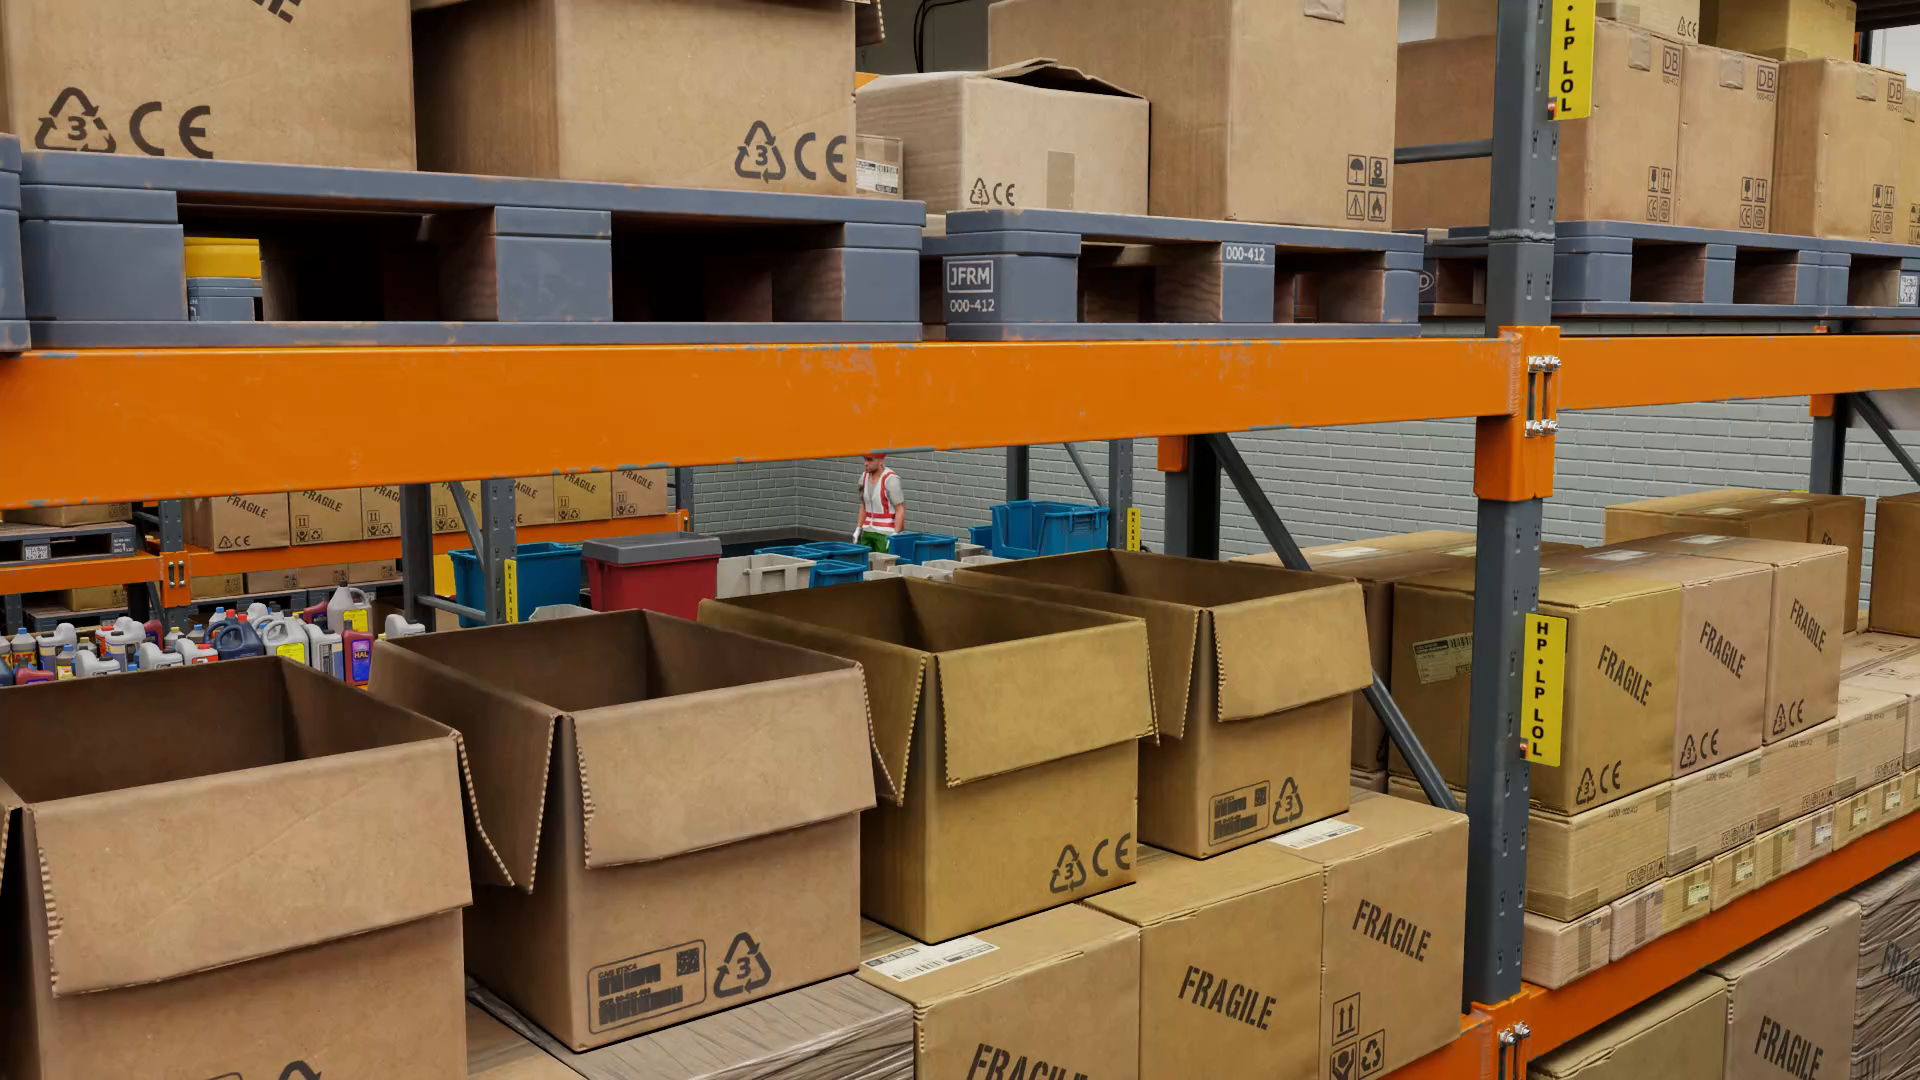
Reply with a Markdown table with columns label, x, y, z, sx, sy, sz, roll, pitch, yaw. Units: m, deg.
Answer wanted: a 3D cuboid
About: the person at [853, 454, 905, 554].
| label | x | y | z | sx | sy | sz | roll | pitch | yaw |
| --- | --- | --- | --- | --- | --- | --- | --- | --- | --- |
| person | -0.769 | -0.033 | 15.483 | 0.452 | 1.777 | 0.610 | -7 | 10 | -44 |
